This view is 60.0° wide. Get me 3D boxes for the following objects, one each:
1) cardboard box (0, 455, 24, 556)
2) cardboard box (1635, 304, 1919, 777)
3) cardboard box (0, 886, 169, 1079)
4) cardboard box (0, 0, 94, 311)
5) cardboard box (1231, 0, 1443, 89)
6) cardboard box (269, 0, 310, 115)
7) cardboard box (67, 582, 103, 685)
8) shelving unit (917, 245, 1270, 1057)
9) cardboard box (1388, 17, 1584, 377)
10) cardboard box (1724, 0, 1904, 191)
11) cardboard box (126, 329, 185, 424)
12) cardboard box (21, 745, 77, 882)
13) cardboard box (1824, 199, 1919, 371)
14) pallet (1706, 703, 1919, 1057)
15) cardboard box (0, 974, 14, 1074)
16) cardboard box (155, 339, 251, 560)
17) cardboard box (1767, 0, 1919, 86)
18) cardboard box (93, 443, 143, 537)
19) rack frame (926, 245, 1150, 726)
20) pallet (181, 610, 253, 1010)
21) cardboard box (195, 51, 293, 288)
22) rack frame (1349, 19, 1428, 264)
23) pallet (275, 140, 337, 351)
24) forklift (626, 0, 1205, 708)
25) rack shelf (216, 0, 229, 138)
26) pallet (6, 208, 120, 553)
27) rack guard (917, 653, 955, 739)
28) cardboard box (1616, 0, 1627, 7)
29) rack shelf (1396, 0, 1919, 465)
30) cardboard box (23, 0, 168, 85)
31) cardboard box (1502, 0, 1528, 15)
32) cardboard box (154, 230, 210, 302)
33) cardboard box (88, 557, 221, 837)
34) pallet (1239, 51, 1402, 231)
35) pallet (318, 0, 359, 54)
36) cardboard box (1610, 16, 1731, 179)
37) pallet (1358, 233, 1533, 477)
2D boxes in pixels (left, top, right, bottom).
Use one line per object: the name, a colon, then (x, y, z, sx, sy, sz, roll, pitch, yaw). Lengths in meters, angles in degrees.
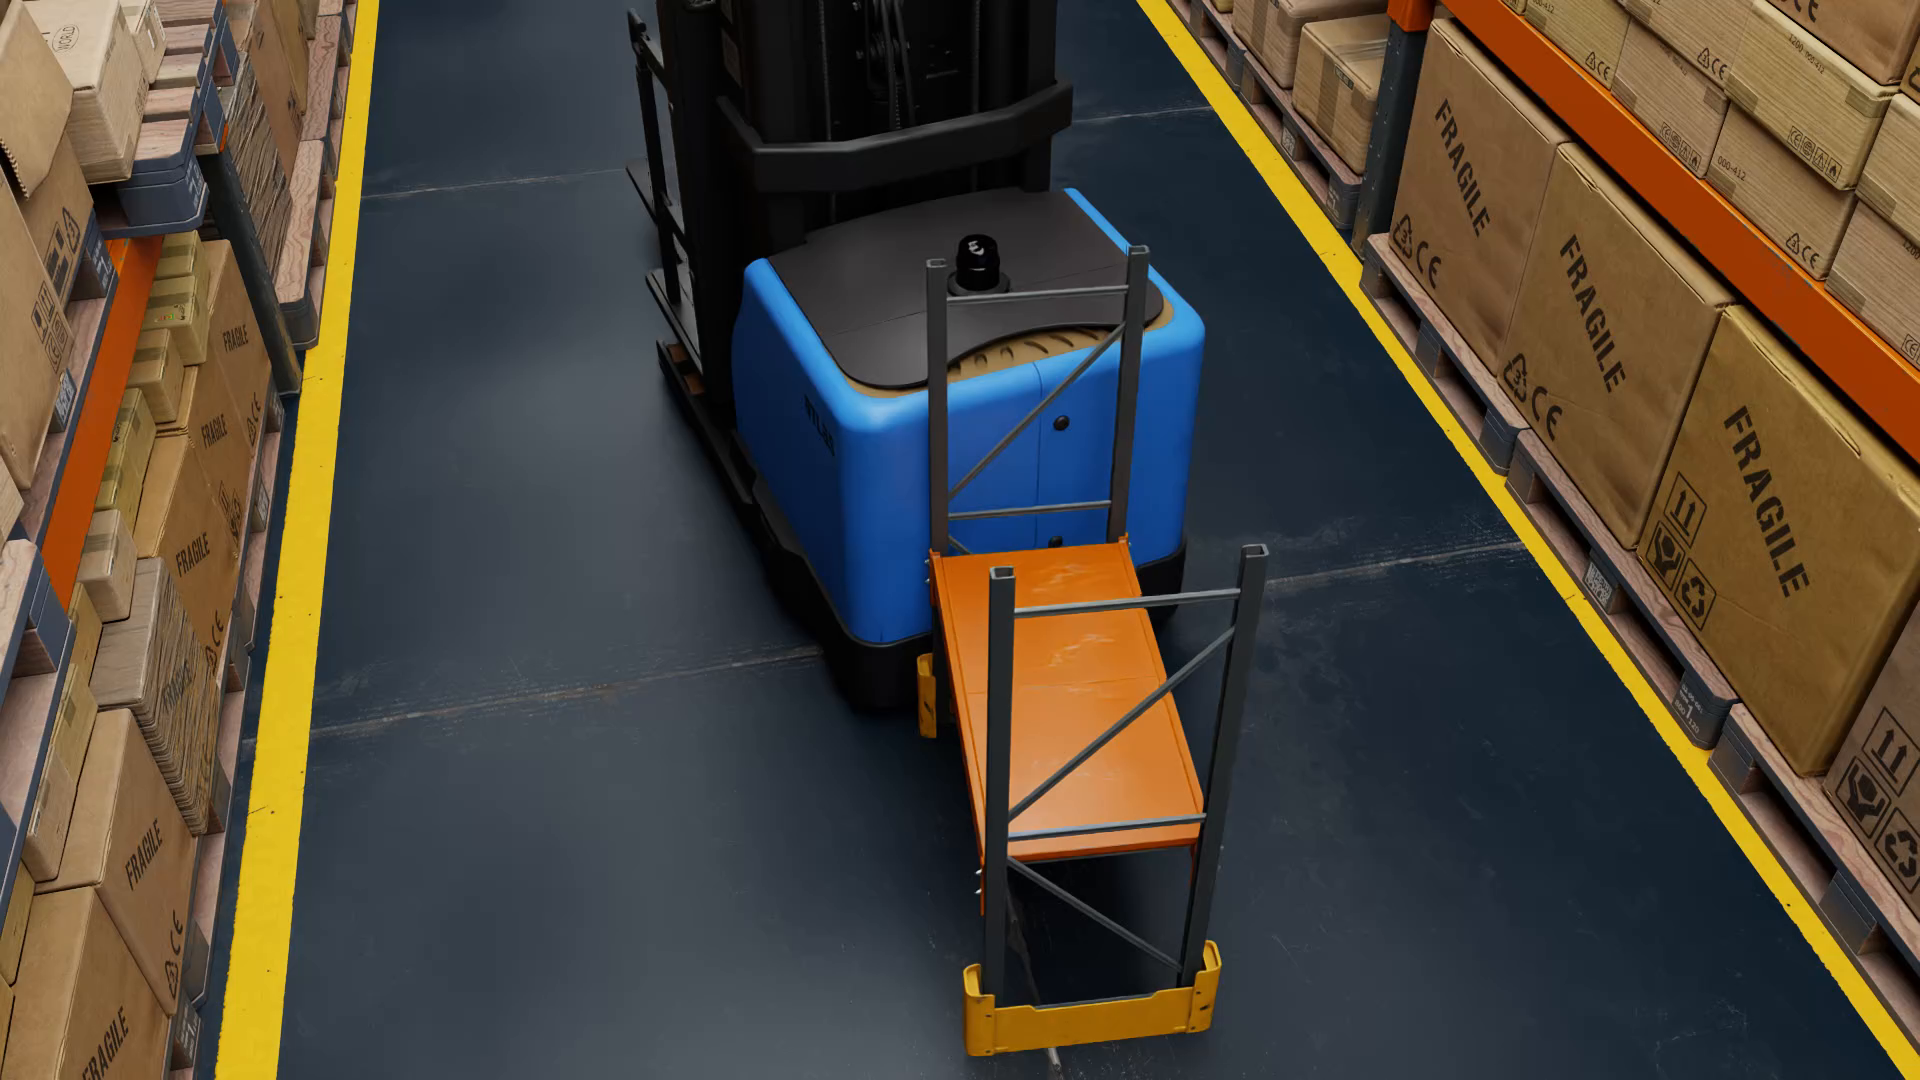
cardboard box: (-1.871, -0.064, 2.847, 0.396, 0.266, 0.258, -6, 42, -7)
cardboard box: (2.485, -0.053, 4.334, 0.875, 0.875, 0.875, -7, 42, -8)
cardboard box: (-1.955, 1.087, 3.333, 0.500, 0.500, 0.500, -9, 42, -10)
cardboard box: (-2.276, -0.758, 3.451, 0.797, 0.503, 0.637, -9, 42, -10)
cardboard box: (1.757, -2.327, 7.275, 0.950, 0.372, 0.625, -9, 42, -10)
cardboard box: (-3.225, -2.128, 6.861, 0.875, 0.625, 0.625, -10, 43, -11)
cardboard box: (-2.193, 0.255, 3.781, 0.380, 0.149, 0.250, -8, 42, -9)
shelving unit: (0.239, 0.270, 3.816, 0.587, 1.500, 1.083, -5, 42, -5)
cardboard box: (2.105, -1.211, 5.639, 0.875, 0.875, 0.875, -9, 42, -10)
cardboard box: (2.207, -1.084, 3.948, 0.500, 0.250, 0.500, -8, 42, -9)
cardboard box: (-2.352, -0.426, 4.548, 0.380, 0.149, 0.250, -10, 43, -11)
cardboard box: (-2.055, 0.587, 3.407, 0.380, 0.149, 0.250, -8, 42, -9)
cardboard box: (2.358, -0.574, 3.750, 0.500, 0.250, 0.500, -9, 42, -10)
pallet: (2.660, 0.838, 4.147, 1.003, 0.211, 1.213, -8, 42, -9)
cardboard box: (-1.965, 0.930, 3.021, 0.380, 0.149, 0.250, -10, 43, -12)
cardboard box: (-2.410, -0.247, 4.836, 0.500, 0.500, 0.500, -9, 42, -10)
cardboard box: (2.223, -1.379, 3.716, 0.500, 0.500, 0.500, -8, 42, -9)
cardboard box: (-2.285, -0.087, 4.166, 0.380, 0.149, 0.250, -9, 42, -10)
rack frame: (0.175, -0.071, 4.200, 0.500, 1.500, 0.032, -5, 42, -5)
pallet: (-2.425, 0.727, 4.272, 1.003, 0.211, 1.213, -8, 42, -9)
cardboard box: (-2.931, -1.270, 5.893, 0.875, 0.625, 0.625, -7, 42, -8)
rack frame: (2.037, -2.308, 5.591, 1.000, 3.000, 0.127, -8, 42, -9)
pallet: (-2.949, -1.091, 6.320, 1.003, 0.211, 1.213, -8, 42, -9)
forklift: (-0.406, -1.614, 4.860, 1.130, 2.935, 3.031, -16, 44, -18)
rack shelf: (-3.241, -2.622, 6.486, 1.077, 0.370, 4.000, -8, 42, -9)
pallet: (-2.385, -0.263, 3.431, 1.003, 0.211, 1.213, -8, 42, -9)
rack guard: (0.177, 0.409, 4.601, 0.587, 0.250, 0.087, -5, 42, -5)
cardboard box: (2.015, -1.740, 4.687, 0.500, 0.250, 0.500, -7, 42, -8)
rack shelf: (2.468, -0.743, 4.369, 1.077, 0.370, 4.000, -8, 42, -9)
cardboard box: (-2.293, -1.287, 4.313, 0.380, 0.149, 0.250, -8, 42, -8)
cardboard box: (1.897, -1.899, 5.242, 0.500, 0.250, 0.500, -9, 42, -10)
cardboard box: (-2.455, -0.775, 4.942, 0.380, 0.149, 0.250, -10, 43, -11)
cardboard box: (-2.165, 0.425, 4.078, 0.500, 0.500, 0.500, -10, 43, -11)
pallet: (1.869, -1.772, 7.087, 1.003, 0.211, 1.213, -8, 42, -9)
pallet: (-3.476, -2.672, 8.101, 1.003, 0.211, 1.213, -8, 42, -9)
cardboard box: (2.132, -1.227, 4.486, 0.500, 0.250, 0.500, -7, 42, -8)
pallet: (2.133, -0.743, 5.928, 1.003, 0.211, 1.213, -8, 42, -9)
